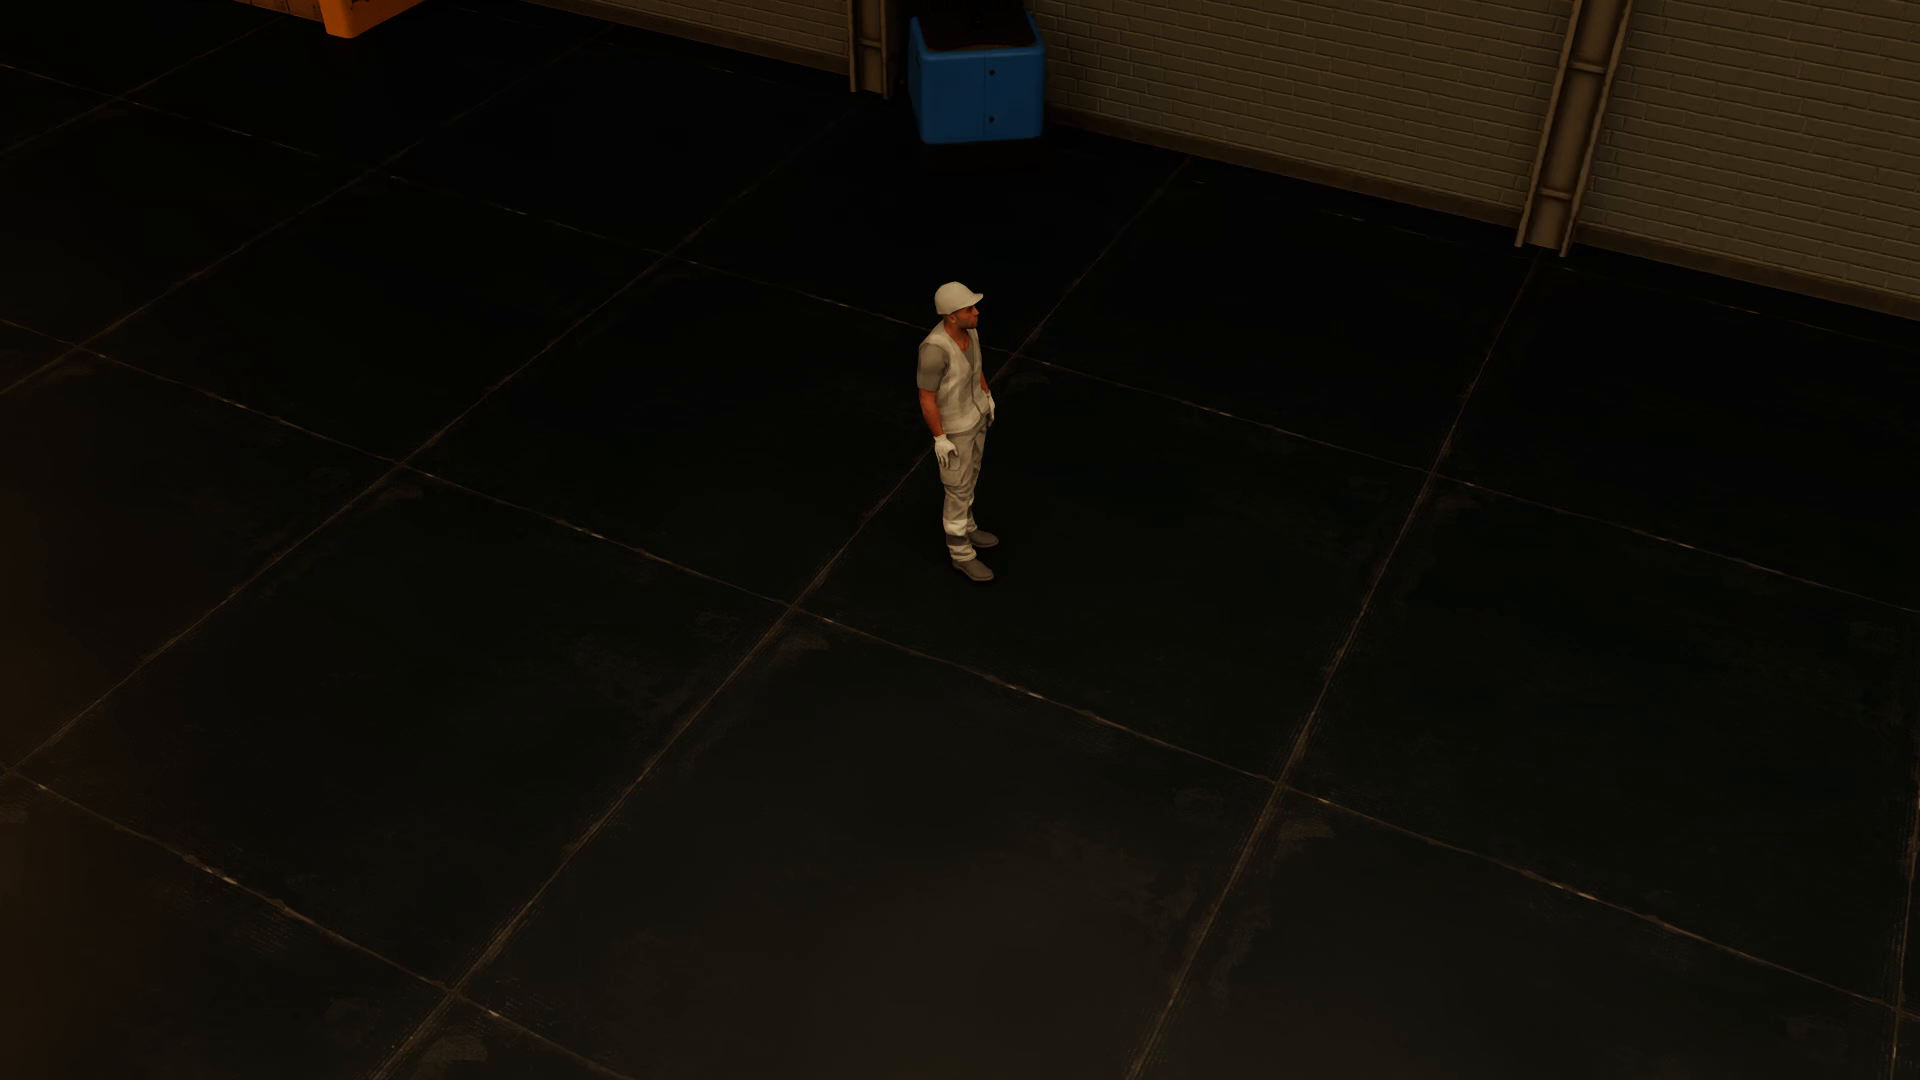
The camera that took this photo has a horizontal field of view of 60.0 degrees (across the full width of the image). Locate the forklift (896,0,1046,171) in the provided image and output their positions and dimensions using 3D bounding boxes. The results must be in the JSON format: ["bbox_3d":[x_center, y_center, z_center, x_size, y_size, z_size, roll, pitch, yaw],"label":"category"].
[{"bbox_3d":[-0.001,-5.123,14.069,1.130,2.935,3.031,-5,40,-6],"label":"forklift"}]

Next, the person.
[{"bbox_3d":[0.065,-0.659,9.644,0.564,1.787,0.637,18,43,21],"label":"person"}]
